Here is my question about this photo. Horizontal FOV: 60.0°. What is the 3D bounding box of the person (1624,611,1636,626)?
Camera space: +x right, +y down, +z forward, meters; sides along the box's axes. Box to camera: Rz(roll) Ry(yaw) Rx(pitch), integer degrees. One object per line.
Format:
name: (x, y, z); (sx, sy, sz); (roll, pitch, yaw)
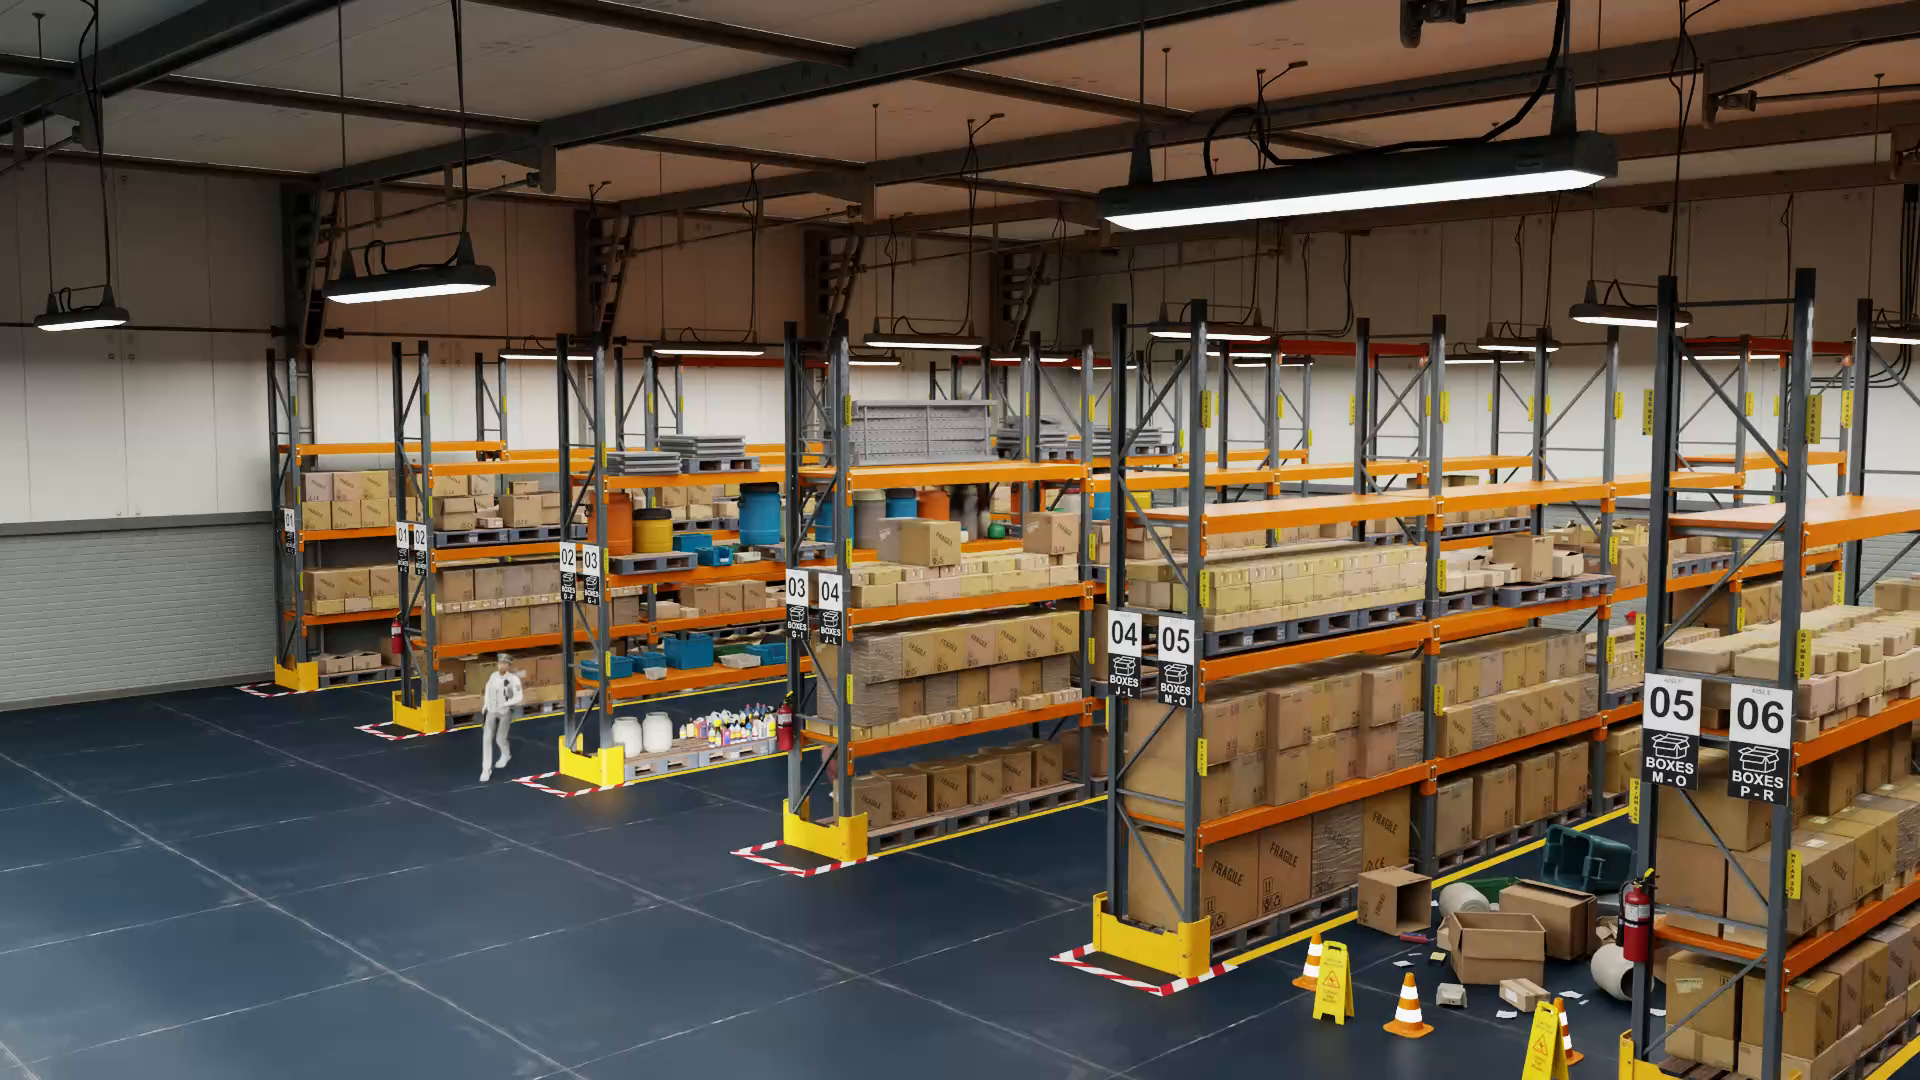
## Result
person: (10.658, 2.003, 26.210); (0.844, 1.774, 0.655); (-4, 6, -35)

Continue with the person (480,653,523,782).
person: (-6.228, 2.368, 22.591); (0.616, 1.686, 0.887); (1, 5, 6)

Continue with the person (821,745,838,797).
person: (-1.650, 2.499, 21.337); (0.556, 1.626, 0.520); (5, 7, 44)
